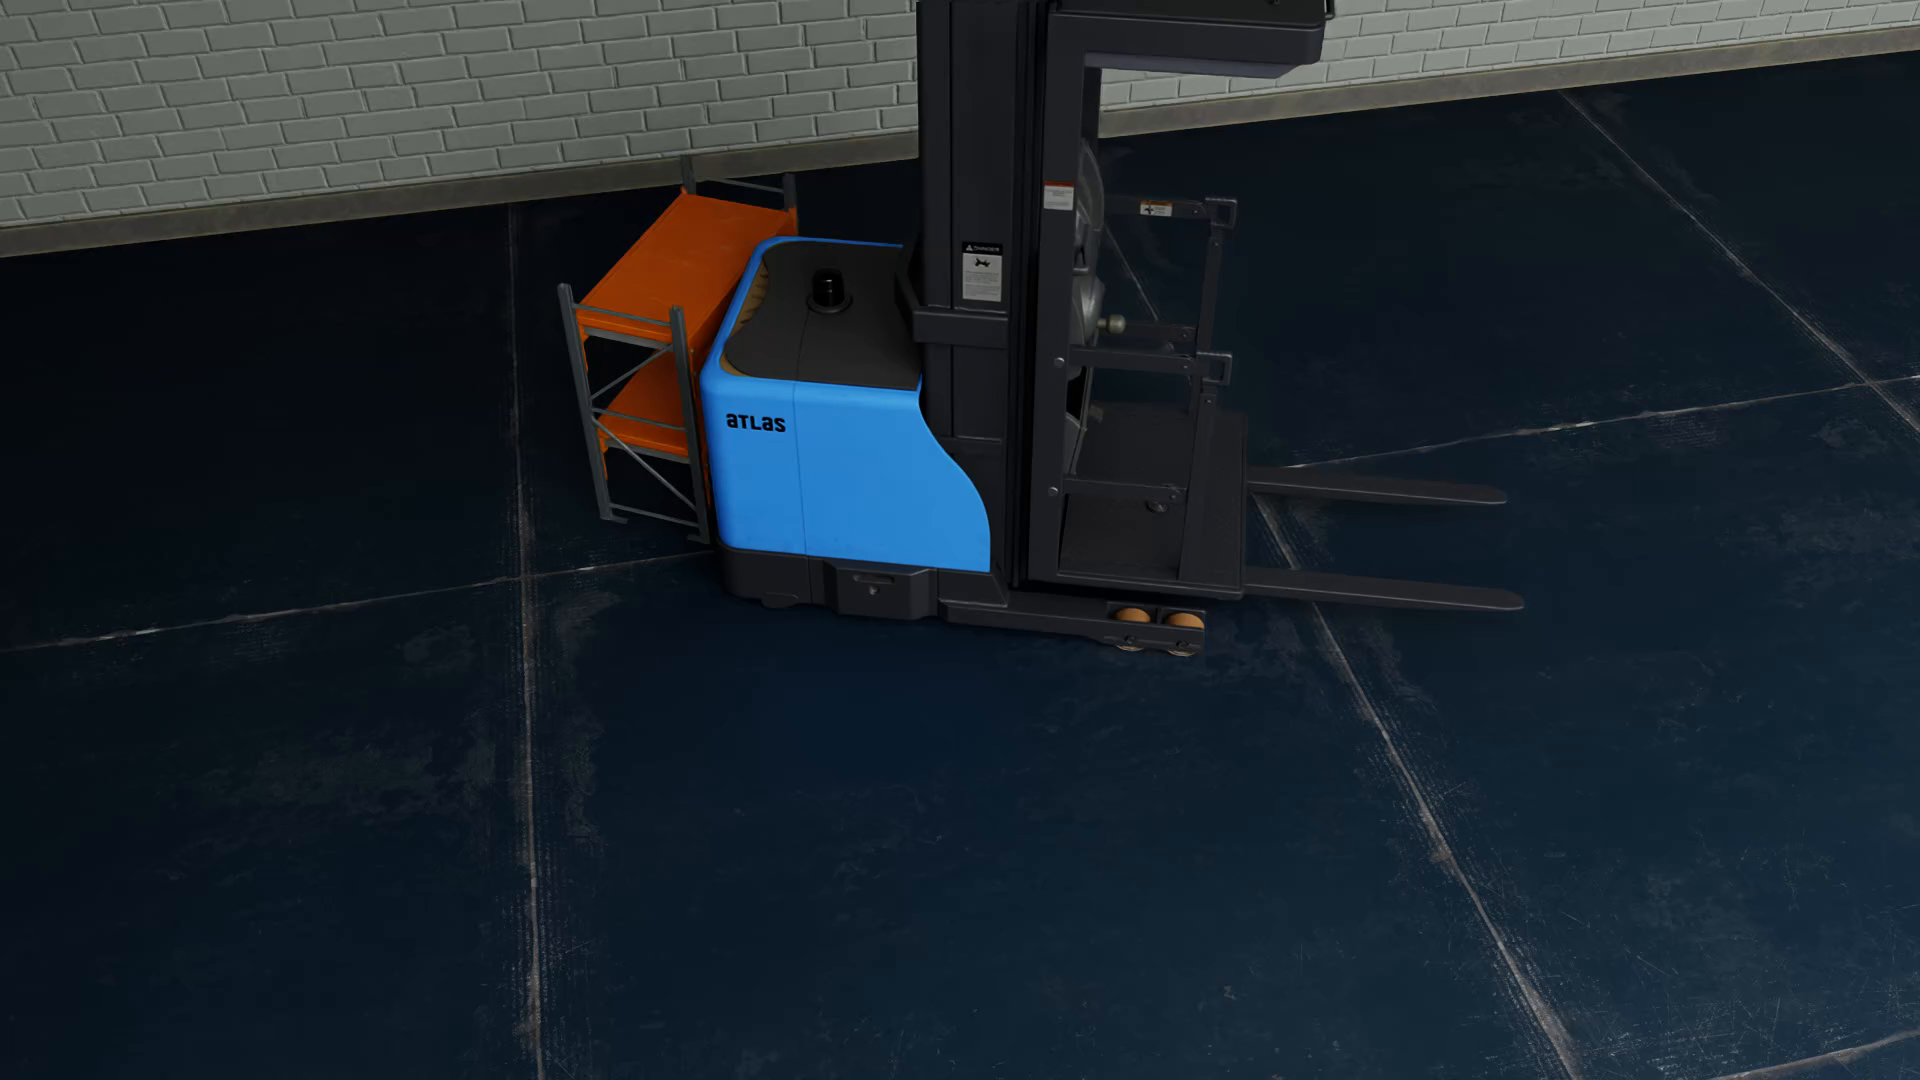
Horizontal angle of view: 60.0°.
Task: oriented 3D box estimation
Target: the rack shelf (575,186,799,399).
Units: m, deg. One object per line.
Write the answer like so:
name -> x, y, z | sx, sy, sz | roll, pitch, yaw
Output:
rack shelf -> -1.075, -1.001, 6.590 | 0.538, 0.278, 1.000 | 13, 43, 14

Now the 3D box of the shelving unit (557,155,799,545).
shelving unit -> -1.075, -0.782, 6.784 | 0.538, 1.125, 1.048 | 13, 43, 14

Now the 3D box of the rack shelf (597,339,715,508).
rack shelf -> -1.075, -0.600, 6.946 | 0.538, 0.278, 1.000 | 13, 43, 14

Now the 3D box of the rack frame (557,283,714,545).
rack frame -> -1.240, -0.463, 6.425 | 0.500, 1.125, 0.032 | 13, 43, 14

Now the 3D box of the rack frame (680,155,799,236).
rack frame -> -0.909, -1.102, 7.144 | 0.500, 1.125, 0.032 | 13, 43, 14

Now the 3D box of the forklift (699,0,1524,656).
forklift -> 0.628, -1.038, 5.711 | 3.031, 2.935, 1.130 | 5, 42, 6
